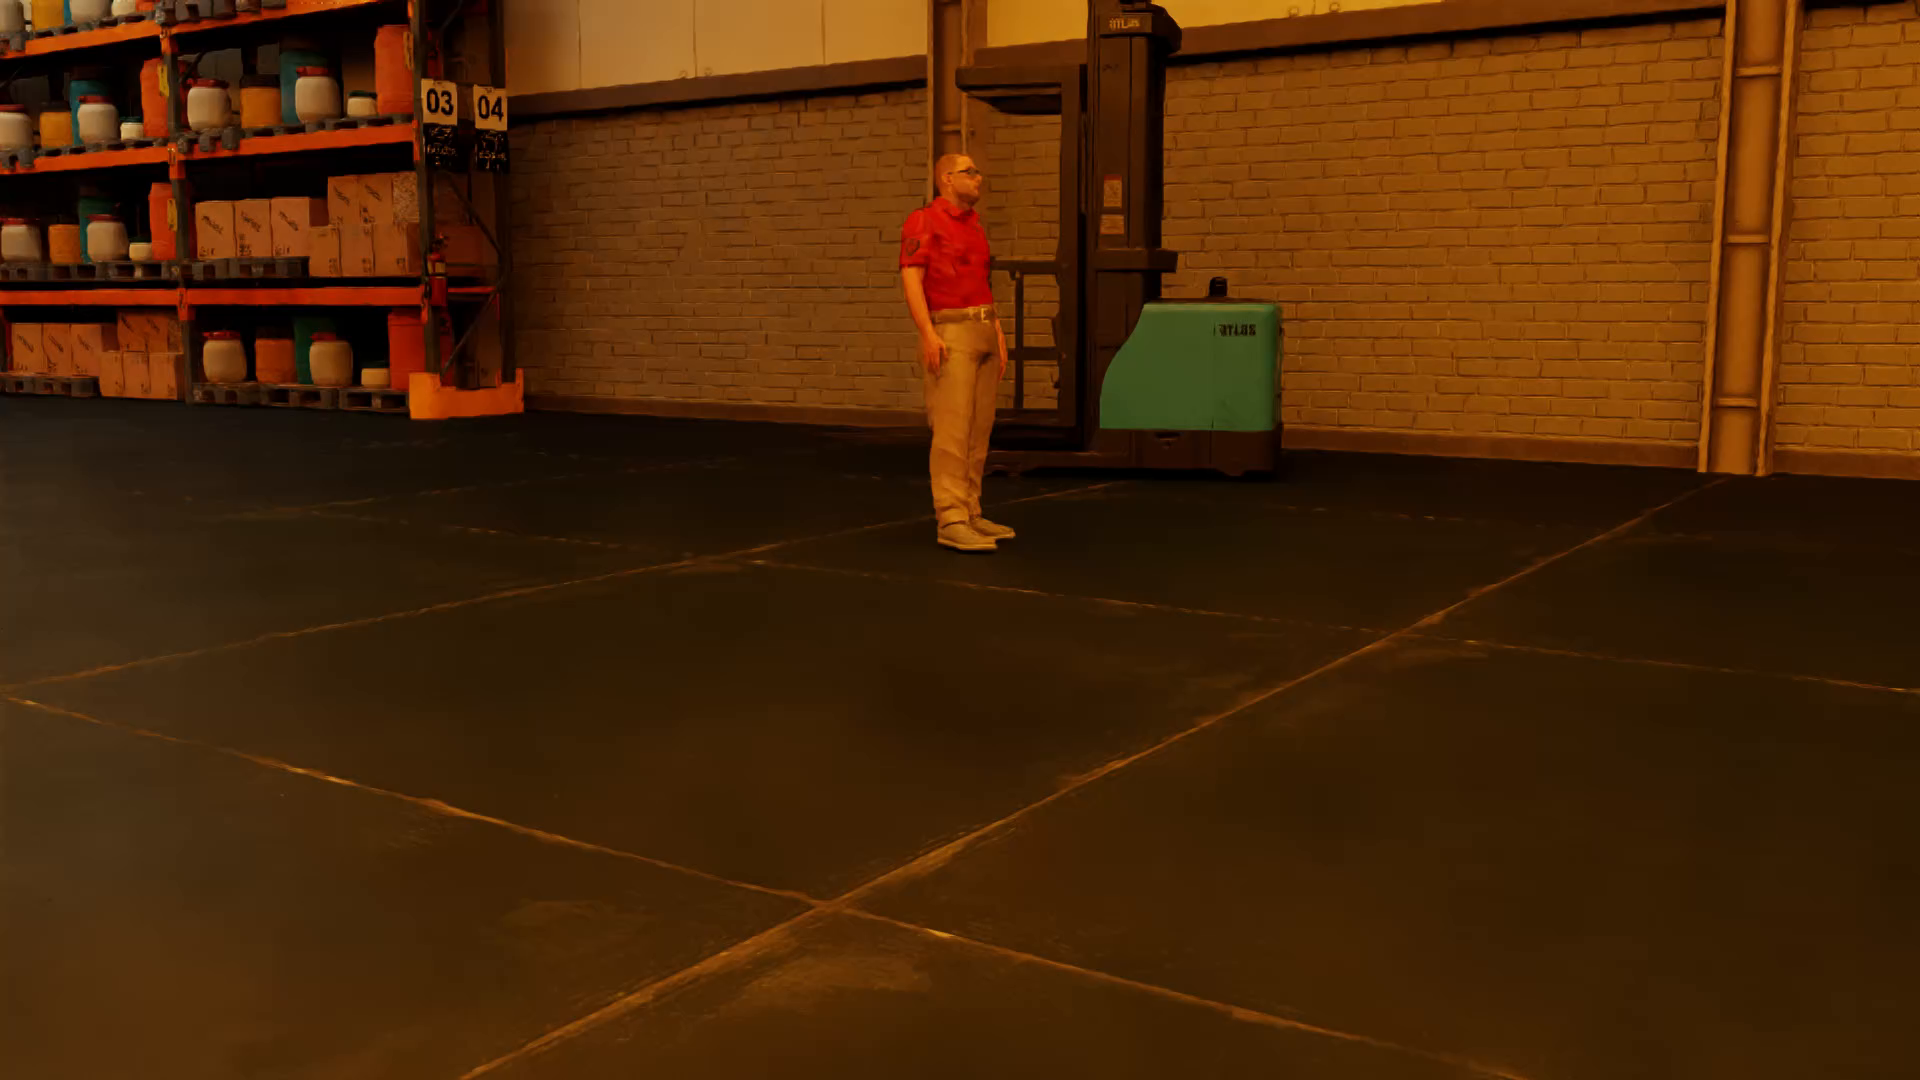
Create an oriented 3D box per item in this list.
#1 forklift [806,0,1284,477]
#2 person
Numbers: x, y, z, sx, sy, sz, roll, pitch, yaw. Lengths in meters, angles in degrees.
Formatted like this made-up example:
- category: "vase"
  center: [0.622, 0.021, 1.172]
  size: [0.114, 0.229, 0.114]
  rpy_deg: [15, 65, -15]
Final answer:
- category: "forklift"
  center: [0.542, -1.918, 10.680]
  size: [3.031, 2.935, 1.130]
  rpy_deg: [2, 8, 14]
- category: "person"
  center: [0.068, -0.855, 7.421]
  size: [0.550, 1.727, 0.640]
  rpy_deg: [5, 10, 34]
